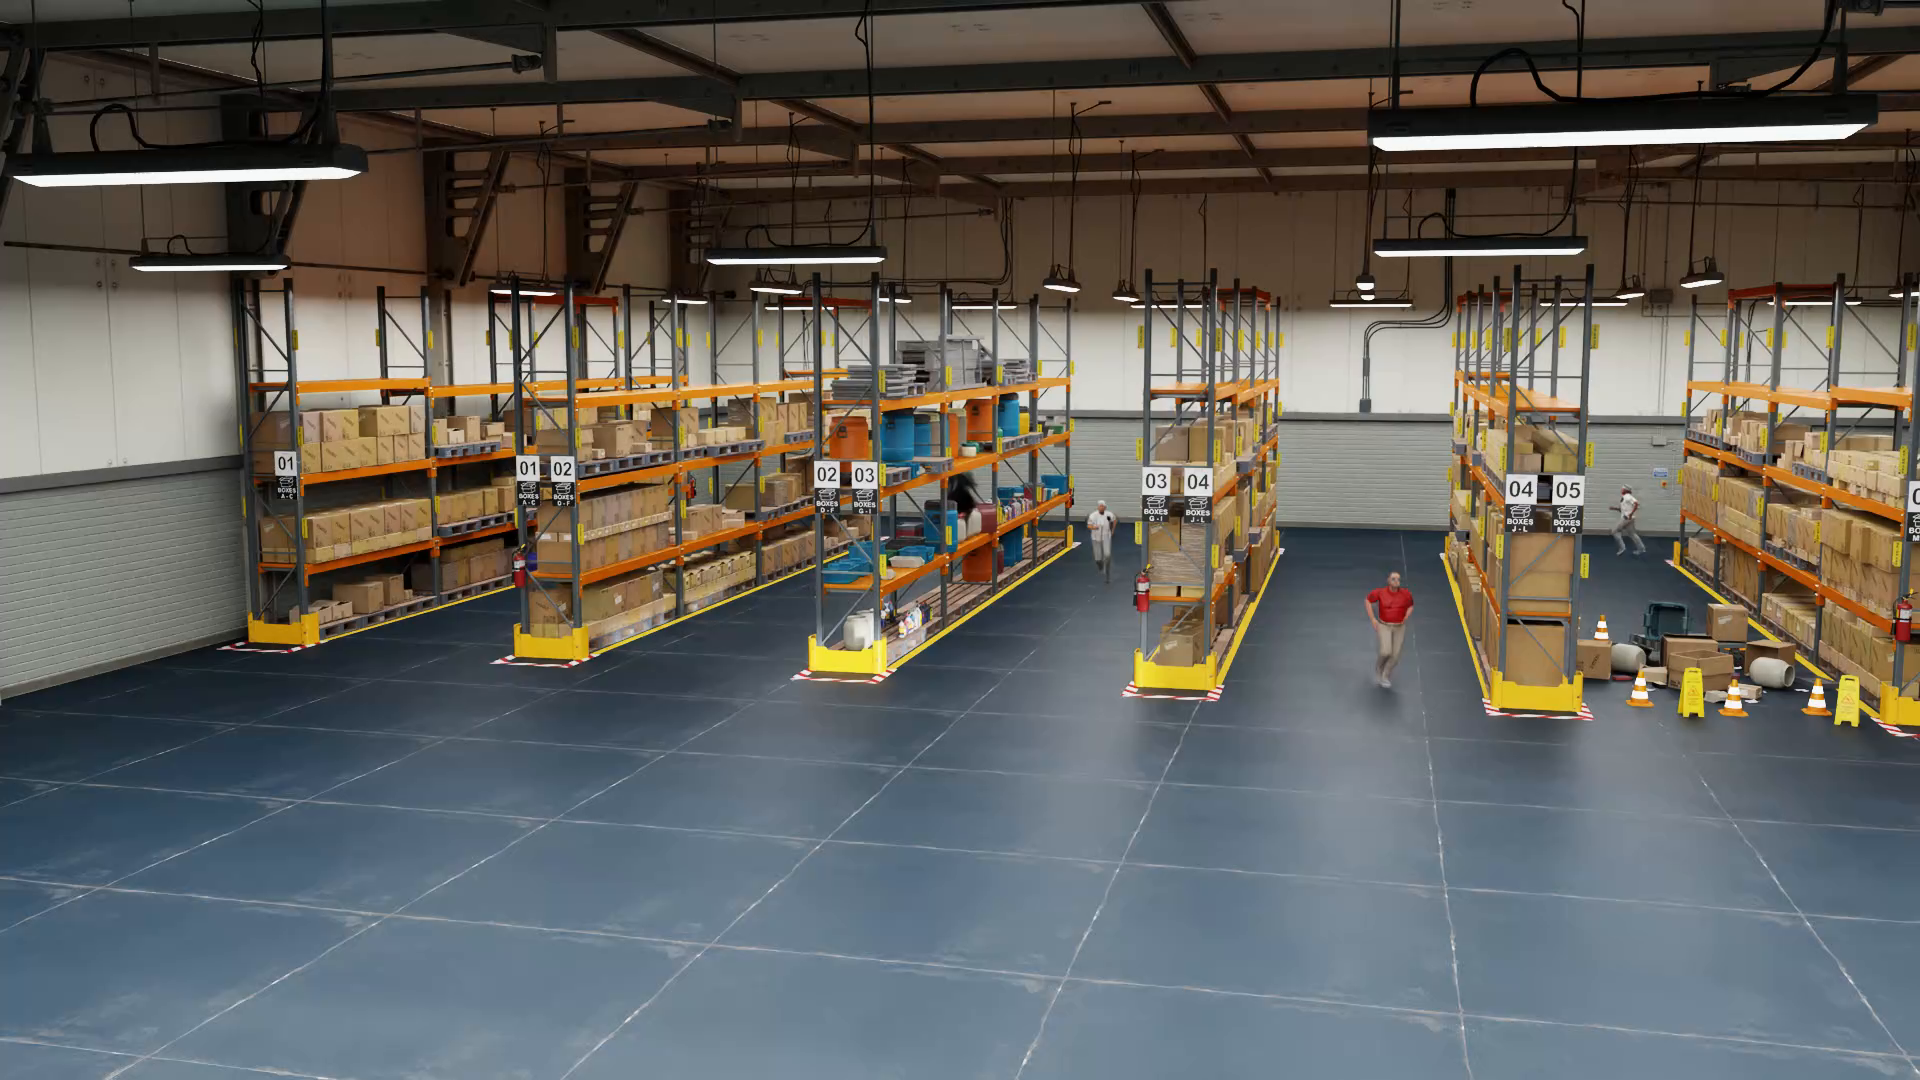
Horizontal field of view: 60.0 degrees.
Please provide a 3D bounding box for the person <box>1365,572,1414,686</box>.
[{"bbox_3d":[6.222,1.294,23.972,0.662,1.682,0.632,0,7,-3],"label":"person"}]

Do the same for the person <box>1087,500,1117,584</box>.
[{"bbox_3d":[2.850,0.020,33.489,0.584,1.673,0.774,1,7,9],"label":"person"}]

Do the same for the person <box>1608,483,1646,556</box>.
[{"bbox_3d":[15.494,-0.459,38.599,0.863,1.714,0.583,3,8,25],"label":"person"}]

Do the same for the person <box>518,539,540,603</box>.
[{"bbox_3d":[-7.401,0.795,28.456,0.565,1.601,0.542,1,7,9],"label":"person"}]
